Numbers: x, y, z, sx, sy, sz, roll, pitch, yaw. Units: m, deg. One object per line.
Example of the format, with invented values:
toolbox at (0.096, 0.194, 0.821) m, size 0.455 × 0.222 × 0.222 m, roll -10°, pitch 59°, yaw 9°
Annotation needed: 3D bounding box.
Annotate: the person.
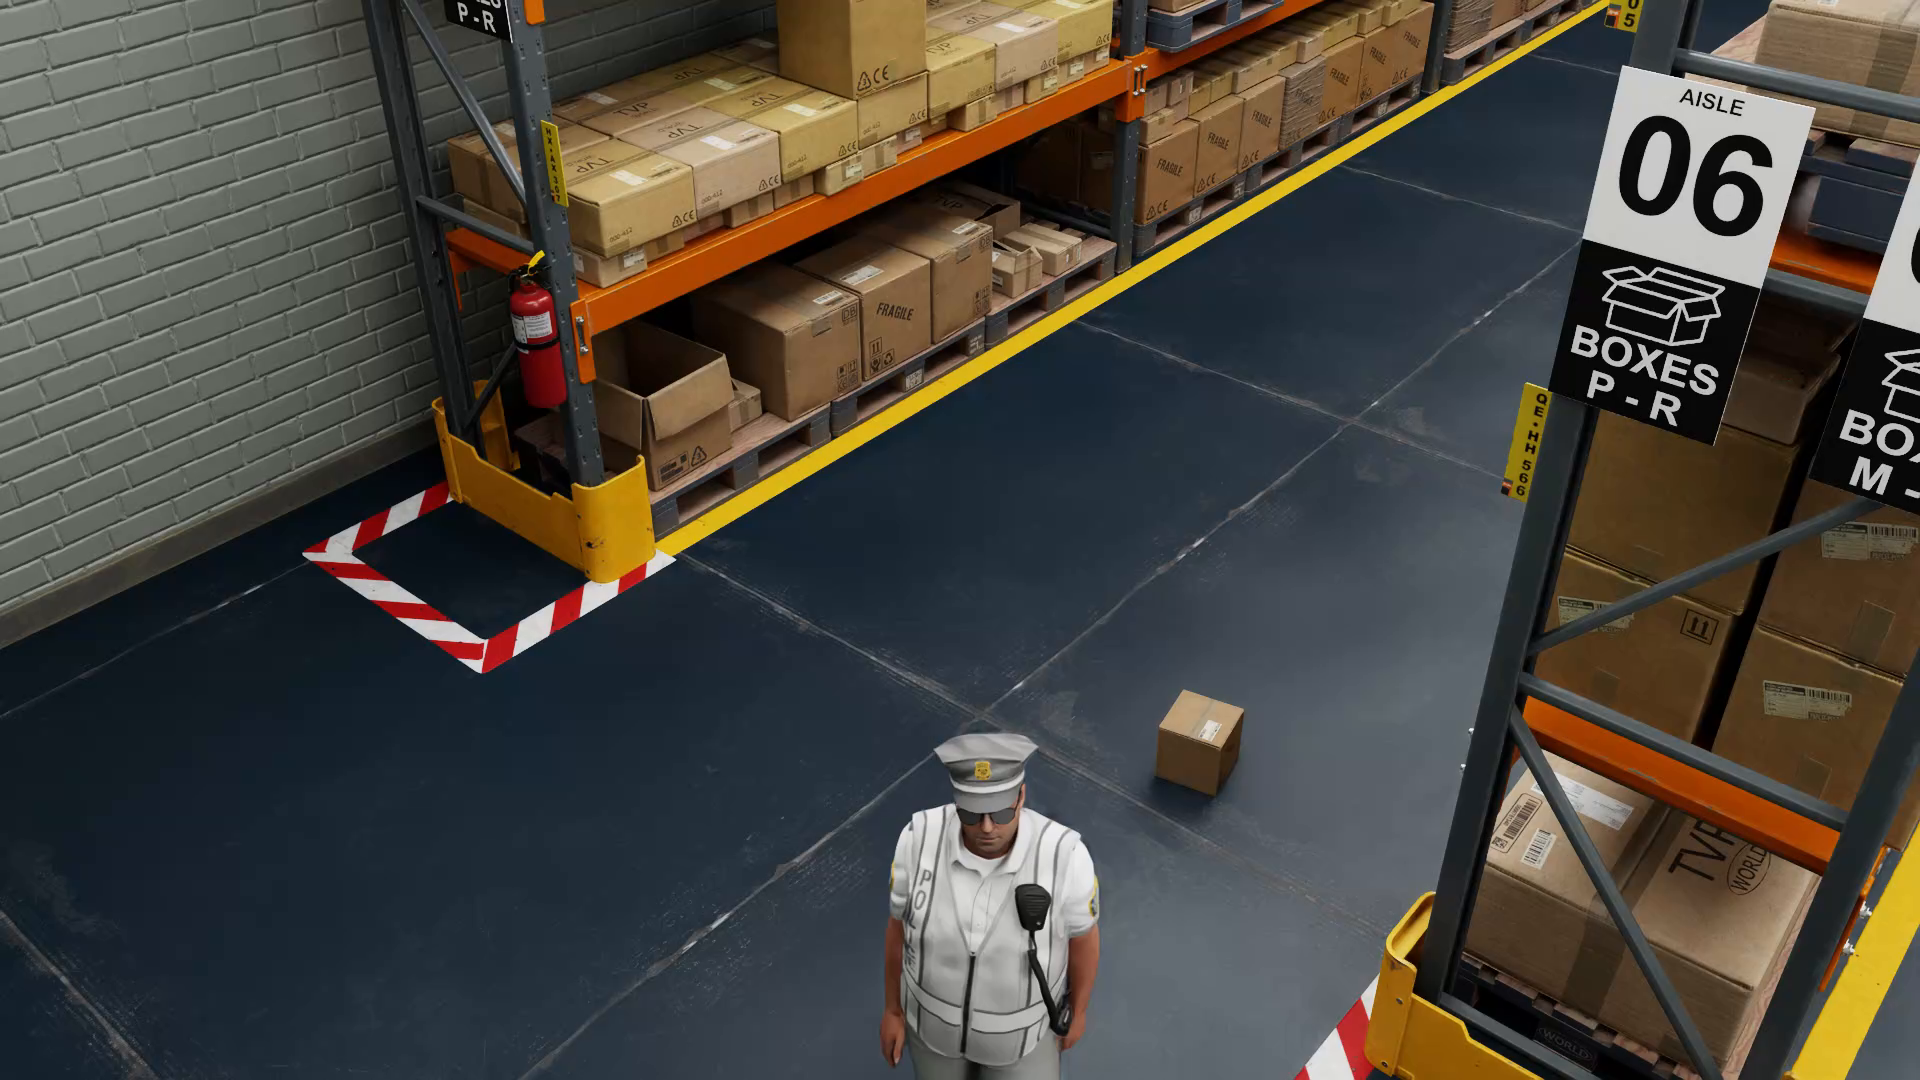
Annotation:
person at (0.063, 1.231, 4.326) m, size 0.545 × 1.782 × 0.484 m, roll 9°, pitch 36°, yaw 12°
